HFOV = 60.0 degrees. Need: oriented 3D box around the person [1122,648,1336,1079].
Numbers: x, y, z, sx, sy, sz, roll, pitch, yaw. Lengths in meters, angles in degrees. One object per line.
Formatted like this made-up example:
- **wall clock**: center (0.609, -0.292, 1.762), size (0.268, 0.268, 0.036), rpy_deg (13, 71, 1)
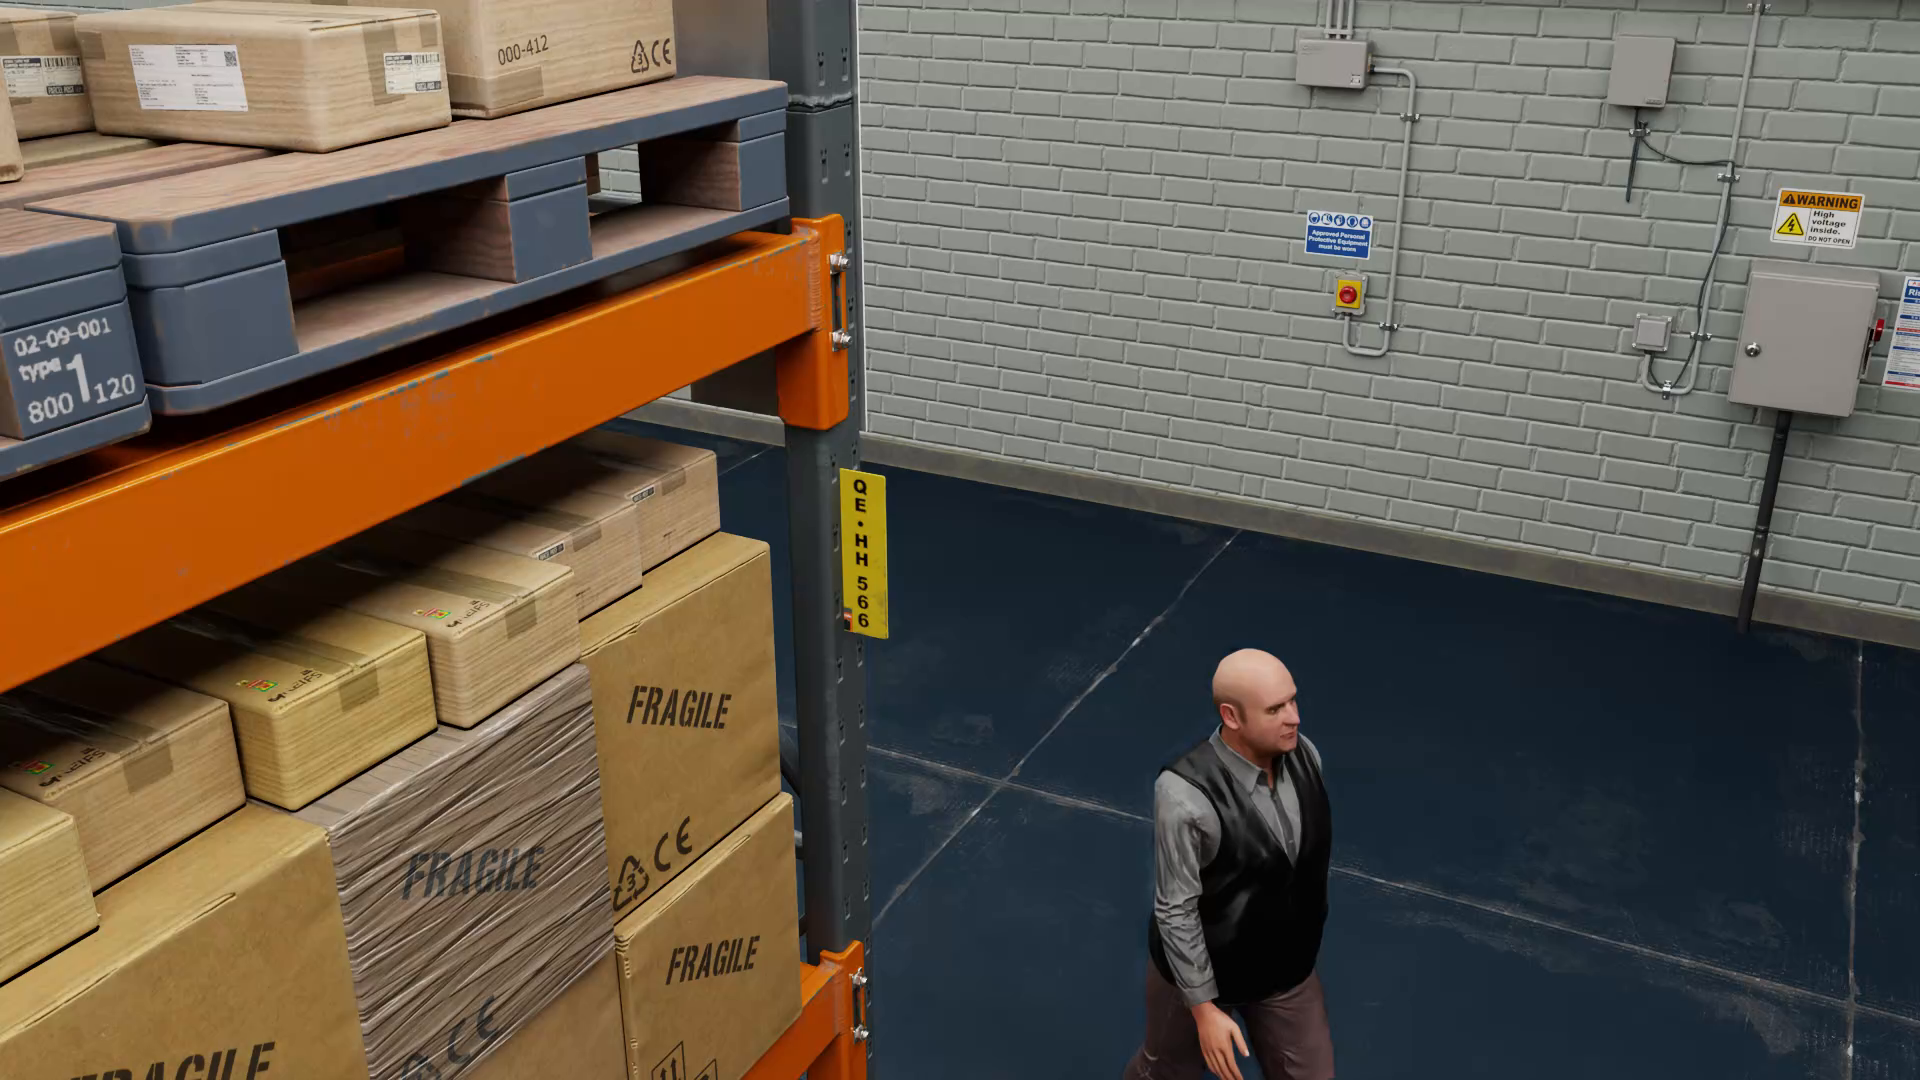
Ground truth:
- **person**: center (0.722, 1.066, 4.021), size (0.553, 1.671, 0.968), rpy_deg (-13, 26, -28)
